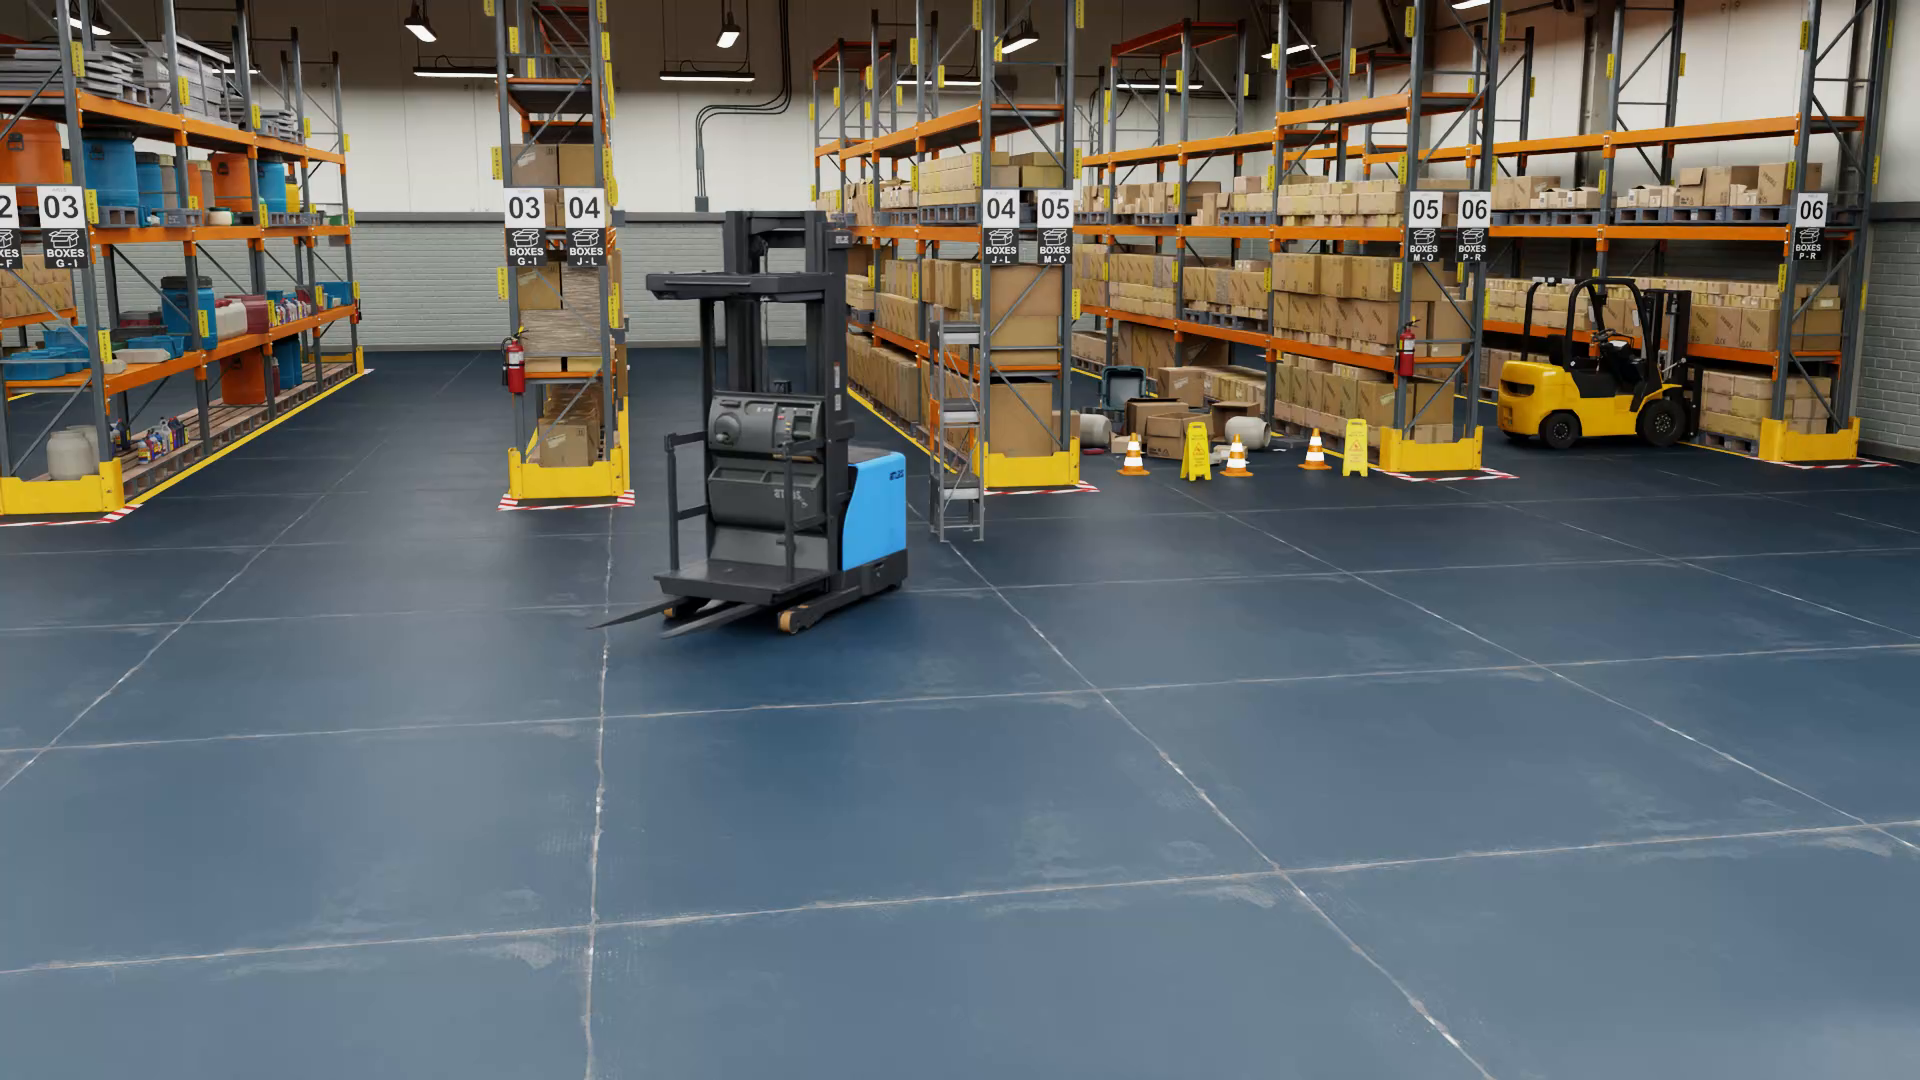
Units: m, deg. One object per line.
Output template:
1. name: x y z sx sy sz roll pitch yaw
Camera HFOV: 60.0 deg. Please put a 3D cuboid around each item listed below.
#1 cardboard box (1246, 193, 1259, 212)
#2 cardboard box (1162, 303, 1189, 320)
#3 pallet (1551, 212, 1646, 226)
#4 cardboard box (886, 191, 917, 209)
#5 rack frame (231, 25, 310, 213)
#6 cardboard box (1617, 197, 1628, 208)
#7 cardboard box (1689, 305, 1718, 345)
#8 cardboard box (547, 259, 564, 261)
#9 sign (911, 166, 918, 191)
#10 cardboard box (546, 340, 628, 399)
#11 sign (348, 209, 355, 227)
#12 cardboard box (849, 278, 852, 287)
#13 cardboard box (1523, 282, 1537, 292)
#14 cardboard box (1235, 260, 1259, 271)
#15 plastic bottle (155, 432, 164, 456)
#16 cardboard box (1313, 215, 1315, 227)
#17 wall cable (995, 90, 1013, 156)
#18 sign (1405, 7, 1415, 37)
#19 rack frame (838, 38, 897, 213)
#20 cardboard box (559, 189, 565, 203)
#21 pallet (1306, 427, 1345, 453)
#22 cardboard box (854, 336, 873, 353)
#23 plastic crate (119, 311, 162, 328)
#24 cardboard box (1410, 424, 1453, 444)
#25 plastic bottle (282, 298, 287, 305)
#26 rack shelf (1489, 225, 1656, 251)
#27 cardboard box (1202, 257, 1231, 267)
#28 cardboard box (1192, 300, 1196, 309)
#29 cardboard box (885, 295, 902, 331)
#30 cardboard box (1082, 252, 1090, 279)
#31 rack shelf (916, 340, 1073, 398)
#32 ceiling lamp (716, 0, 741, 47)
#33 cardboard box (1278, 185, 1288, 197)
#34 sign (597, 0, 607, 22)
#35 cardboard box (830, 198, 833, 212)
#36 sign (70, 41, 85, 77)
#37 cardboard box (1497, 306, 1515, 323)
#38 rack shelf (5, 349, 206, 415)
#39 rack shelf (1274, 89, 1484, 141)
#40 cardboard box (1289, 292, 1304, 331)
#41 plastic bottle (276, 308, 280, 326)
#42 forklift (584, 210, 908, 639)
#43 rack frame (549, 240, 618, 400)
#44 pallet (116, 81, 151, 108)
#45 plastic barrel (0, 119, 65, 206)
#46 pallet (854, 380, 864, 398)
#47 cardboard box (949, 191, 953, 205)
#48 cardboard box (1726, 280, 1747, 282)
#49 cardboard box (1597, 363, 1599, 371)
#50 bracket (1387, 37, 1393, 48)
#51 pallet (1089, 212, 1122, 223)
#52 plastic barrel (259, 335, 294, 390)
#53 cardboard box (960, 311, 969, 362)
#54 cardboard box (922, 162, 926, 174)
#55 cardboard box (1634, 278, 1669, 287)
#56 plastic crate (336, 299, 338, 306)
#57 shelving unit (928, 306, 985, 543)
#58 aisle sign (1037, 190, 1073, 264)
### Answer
1. cardboard box: 4.430 -4.836 23.837 0.500 0.250 0.500 -2 11 -10
2. cardboard box: 3.649 -3.778 27.425 0.500 0.250 0.500 -3 11 -13
3. pallet: 9.463 -4.757 24.655 0.805 0.209 1.217 -3 11 -13
4. cardboard box: -0.812 -4.993 24.393 0.500 0.250 0.500 -2 11 -9
5. rack frame: -11.355 -6.909 27.427 1.000 3.000 0.127 -2 11 -11
6. cardboard box: 9.437 -4.728 23.275 0.380 0.149 0.250 -2 11 -10
7. cardboard box: 9.881 -2.802 21.626 0.500 0.500 0.500 -2 11 -12
8. cardboard box: -4.710 -2.902 18.686 0.500 0.500 0.500 -2 11 -11
9. sign: -0.587 -4.697 21.604 0.100 0.325 0.005 -2 11 -11
10. cardboard box: -5.833 -2.698 25.908 1.225 0.875 0.875 -3 11 -14
11. sign: -11.597 -6.140 31.692 0.100 0.325 0.005 -2 11 -11
12. cardboard box: -1.629 -4.255 27.490 0.380 0.149 0.250 -2 11 -8
13. cardboard box: 8.958 -3.917 25.754 0.380 0.149 0.250 -2 11 -13
14. cardboard box: 4.245 -4.007 24.305 0.380 0.149 0.250 -3 11 -13
15. plastic bottle: -9.194 -1.099 19.067 0.097 0.271 0.097 0 11 0
16. cardboard box: 4.803 -4.131 21.525 0.380 0.149 0.250 -2 11 -13
17. wall cable: 1.063 -9.216 39.548 0.463 3.000 0.029 -2 11 -11
18. sign: 5.009 -5.768 18.515 0.100 0.325 0.005 -2 11 -11
19. rack frame: -1.612 -7.251 29.223 1.000 3.000 0.127 -2 11 -11
20. cardboard box: -3.990 -3.595 17.377 0.380 0.149 0.250 -2 11 -11
21. pallet: 5.186 -1.319 21.561 1.003 0.211 1.213 -2 11 -11
22. cardboard box: -1.527 -3.314 28.141 0.500 0.250 0.500 -2 11 -9
23. plastic crate: -10.194 -2.603 20.681 0.402 0.464 0.583 -2 11 -11
24. cardboard box: 5.672 -1.315 20.312 0.500 0.250 0.500 -2 11 -11
25. plastic bottle: -10.961 -3.741 26.963 0.144 0.351 0.185 -2 11 -11
26. rack shelf: 9.259 -4.703 25.785 1.077 0.370 4.000 -2 11 -11
27. cardboard box: 4.146 -4.408 27.392 0.500 0.500 0.500 -2 11 -13
28. cardboard box: 3.904 -3.732 26.330 0.380 0.149 0.250 -3 11 -15
29. cardboard box: -0.812 -3.341 24.461 0.500 0.500 0.500 -2 11 -11
30. cardboard box: 2.662 -5.305 32.106 0.500 0.500 0.500 -2 11 -10
31. rack shelf: 0.333 -2.116 20.216 1.077 0.370 4.000 -2 11 -11
32. ceiling lamp: -3.632 -9.903 27.550 0.800 3.185 2.000 -2 11 -11
33. cardboard box: 4.521 -4.707 22.421 0.380 0.149 0.250 -2 11 -12
34. sign: -3.631 -5.405 16.819 0.100 0.325 0.005 -2 11 -11
35. cardboard box: -2.147 -6.216 30.872 0.500 0.250 0.500 -2 11 -9
36. sign: -8.481 -4.624 15.984 0.100 0.325 0.005 -2 11 -11
37. cardboard box: 8.916 -3.599 26.484 0.500 0.250 0.500 -2 11 -13
38. rack shelf: -9.411 -1.774 18.419 1.077 0.370 4.000 -2 11 -11
39. rack shelf: 5.169 -5.260 20.698 1.077 0.370 4.000 -2 11 -11
40. cardboard box: 4.712 -3.048 22.125 0.500 0.500 0.500 -2 11 -11
41. plastic bottle: -10.501 -3.430 25.538 0.097 0.271 0.097 0 11 0
42. forklift: -1.519 -0.872 11.937 1.130 2.935 3.031 5 12 26
43. rack frame: -5.719 -3.408 25.080 1.000 3.000 0.127 -2 11 -11
44. pallet: -9.371 -4.778 17.806 1.003 0.211 1.213 -2 11 -11
45. plastic barrel: -9.241 -3.736 16.509 0.600 0.830 0.708 -2 11 -11
46. pallet: -1.219 -2.567 28.117 1.003 0.211 1.213 -2 11 -11
47. cardboard box: 0.078 -3.990 19.395 0.380 0.149 0.250 -2 11 -11
48. cardboard box: 10.297 -3.350 21.979 0.380 0.149 0.250 -2 11 -11
49. cardboard box: 9.434 -2.463 23.669 0.500 0.250 0.500 -2 11 -12
50. bracket: 8.412 -9.622 32.057 0.235 0.232 0.430 -2 11 -11
51. pallet: 3.075 -6.082 31.346 1.003 0.211 1.213 -2 11 -11
52. plastic barrel: -11.129 -2.907 26.935 0.600 0.901 0.708 -2 11 -11
53. cardboard box: 0.477 -2.343 19.082 0.875 0.550 0.550 -2 11 -11
54. cardboard box: -0.268 -4.708 21.034 0.380 0.149 0.250 -2 11 -11
55. cardboard box: 9.617 -3.570 23.130 0.380 0.149 0.250 -2 11 -12
56. plastic crate: -11.755 -4.398 30.828 0.396 0.136 0.243 -2 11 -11
57. shelving unit: -0.032 -1.062 15.160 0.431 2.100 0.503 -2 11 -11
58. aisle sign: 1.030 -3.378 17.967 0.394 0.787 0.004 -2 11 -11
